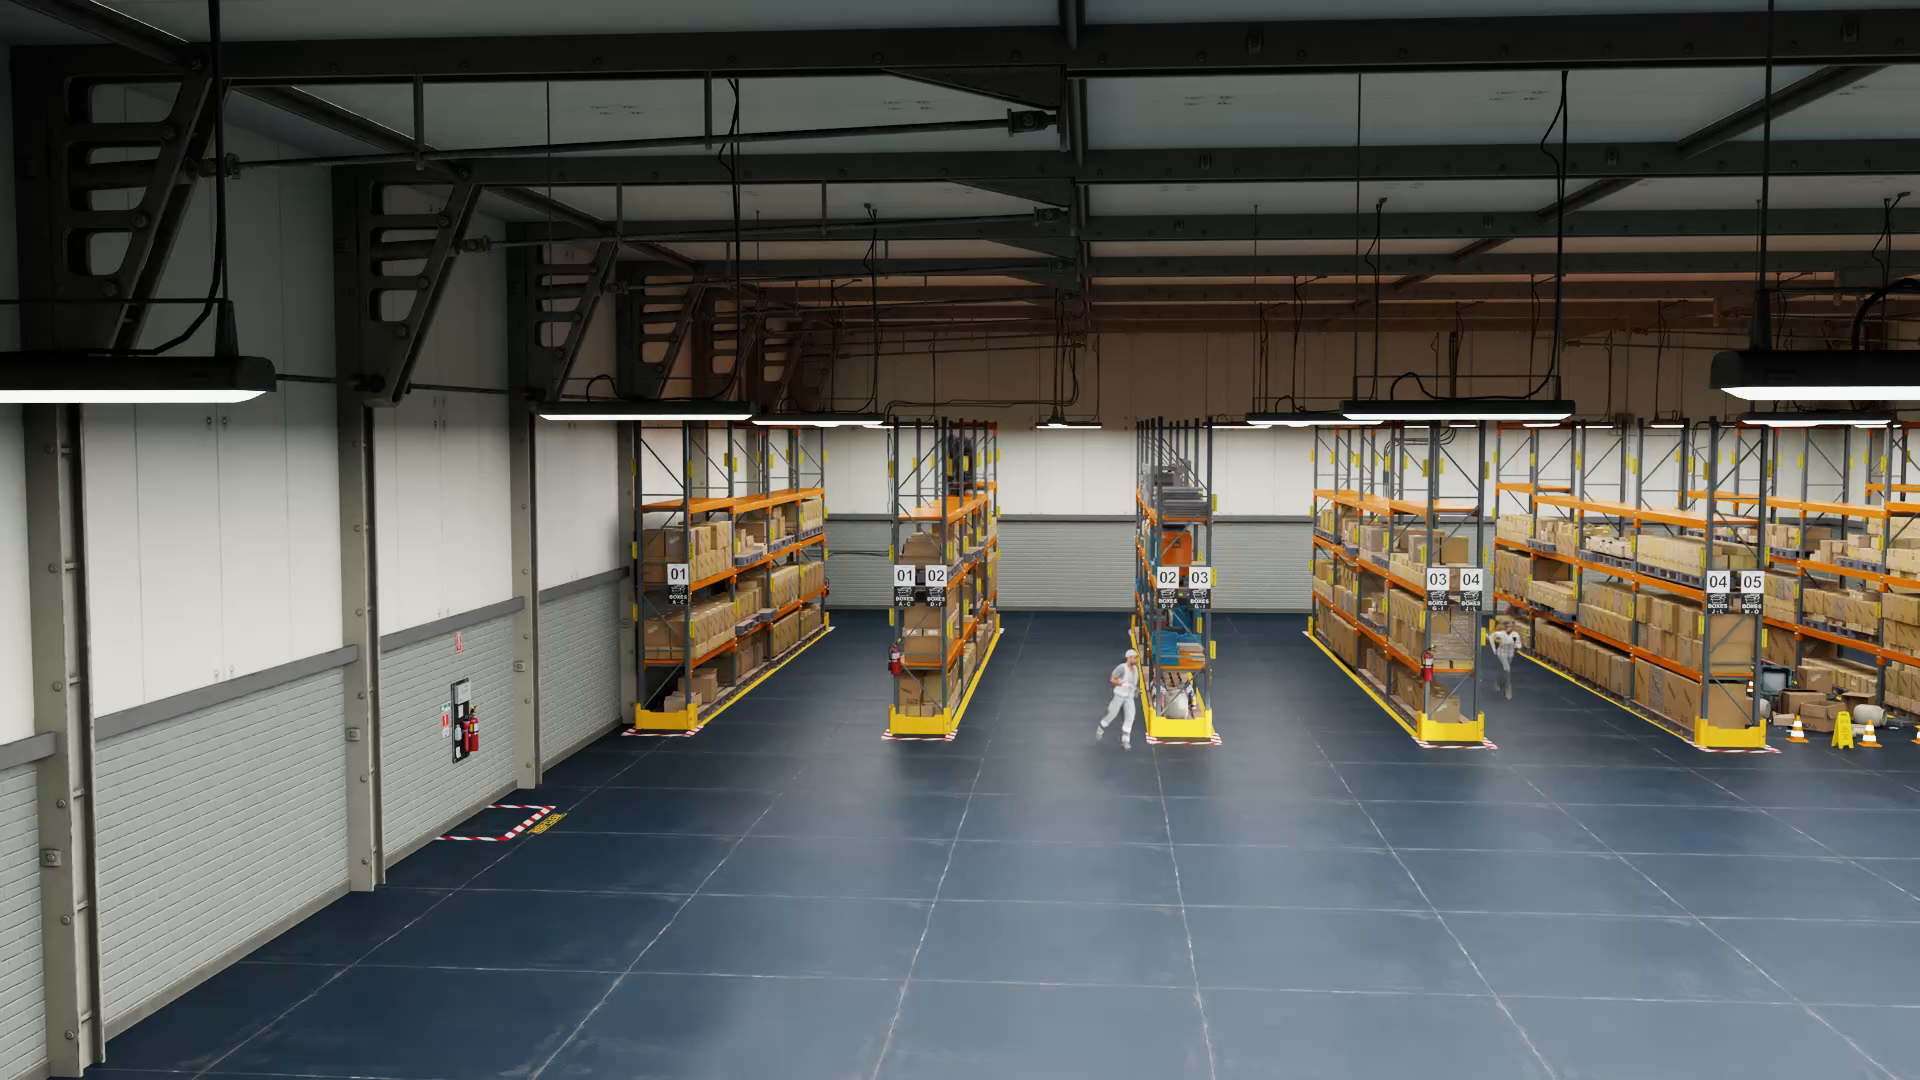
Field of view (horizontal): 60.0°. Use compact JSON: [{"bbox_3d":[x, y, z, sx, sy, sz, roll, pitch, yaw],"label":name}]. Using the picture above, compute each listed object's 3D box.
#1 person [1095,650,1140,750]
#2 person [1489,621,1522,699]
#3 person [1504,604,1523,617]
[{"bbox_3d":[2.980,2.868,30.299,0.748,1.742,1.005,-2,4,-31],"label":"person"},{"bbox_3d":[11.784,2.554,35.993,0.609,1.695,0.894,-1,4,-10],"label":"person"},{"bbox_3d":[15.763,1.796,47.344,0.954,1.638,0.637,2,4,32],"label":"person"}]
